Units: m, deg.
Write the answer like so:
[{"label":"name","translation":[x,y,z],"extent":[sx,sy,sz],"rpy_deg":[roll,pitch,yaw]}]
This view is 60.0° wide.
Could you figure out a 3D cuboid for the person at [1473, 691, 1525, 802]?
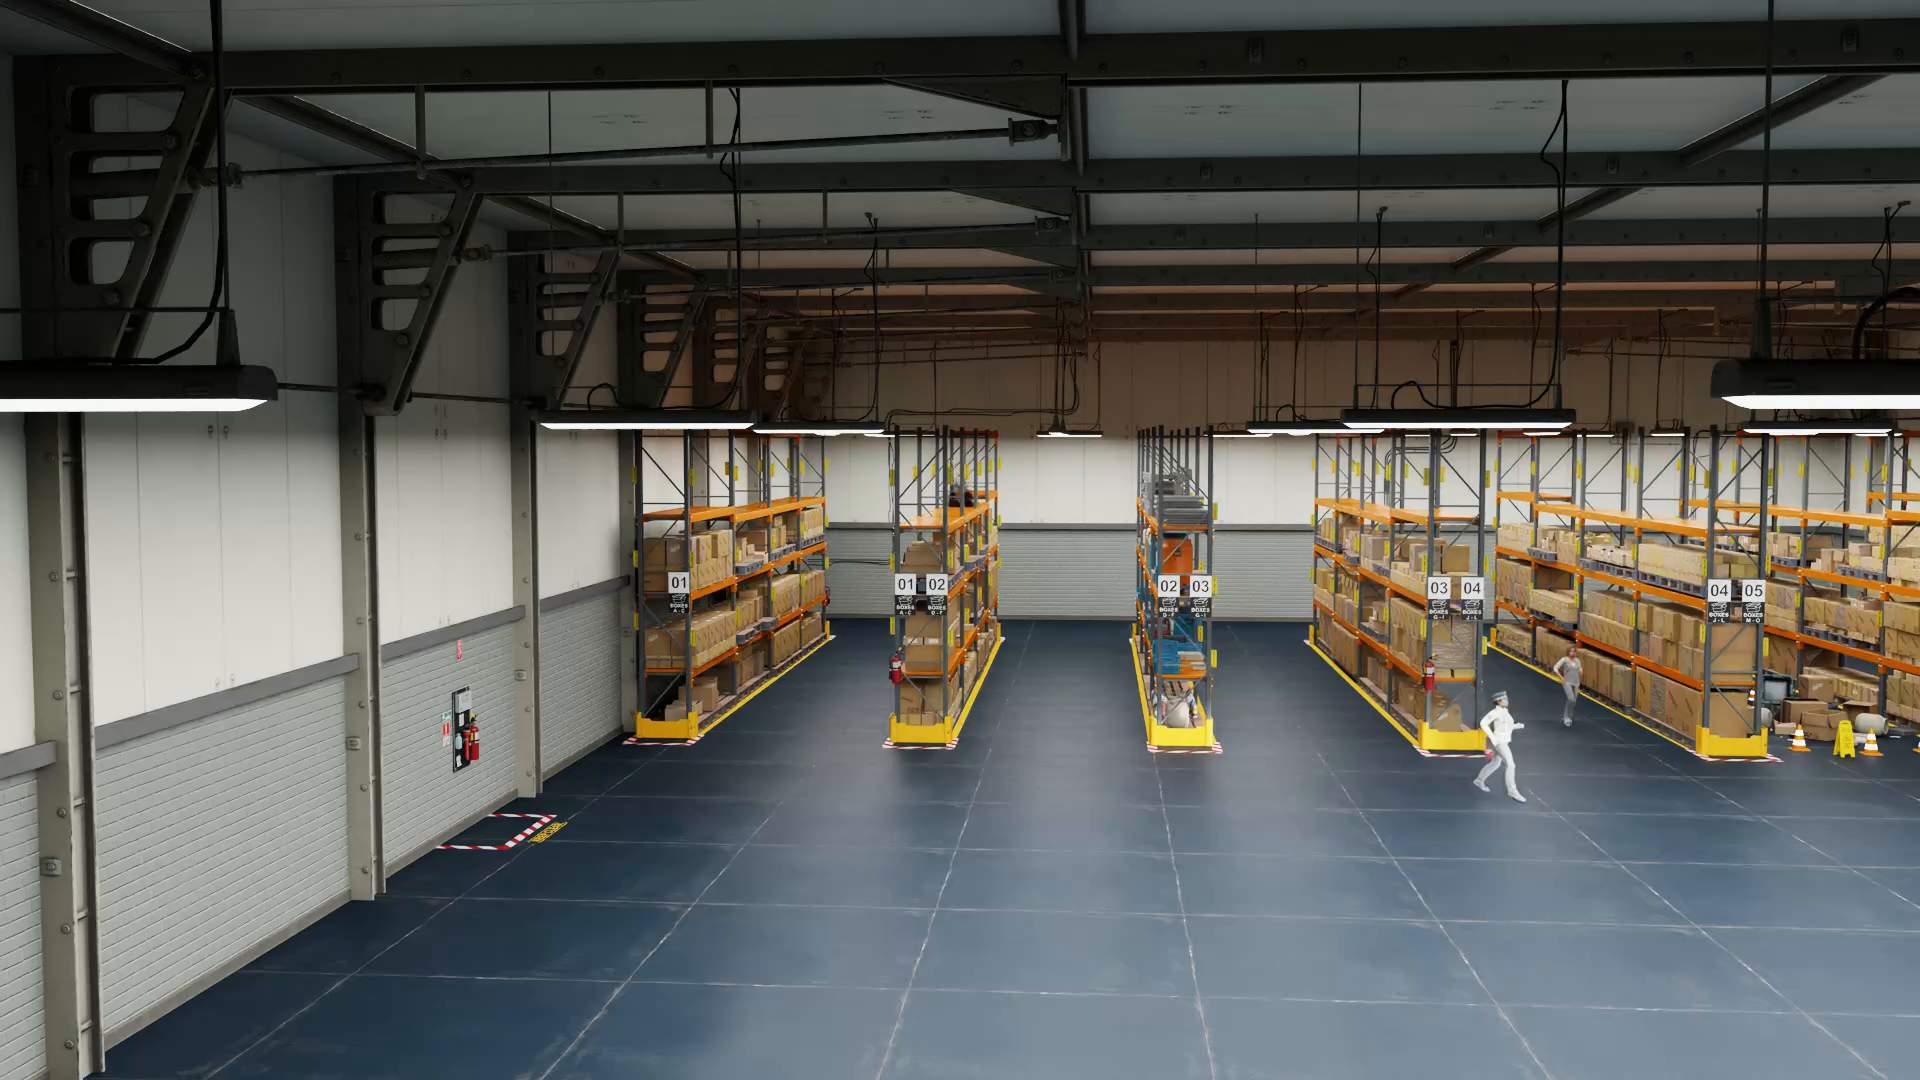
[{"label":"person","translation":[8.634,3.263,26.561],"extent":[0.840,1.725,0.593],"rpy_deg":[2,4,32]}]

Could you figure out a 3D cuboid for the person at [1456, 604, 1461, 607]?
[{"label":"person","translation":[13.428,2.266,44.351],"extent":[0.587,1.642,0.655],"rpy_deg":[1,4,16]}]

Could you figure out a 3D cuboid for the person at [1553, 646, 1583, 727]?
[{"label":"person","translation":[12.230,2.928,33.287],"extent":[0.518,1.606,0.635],"rpy_deg":[-1,3,-9]}]
